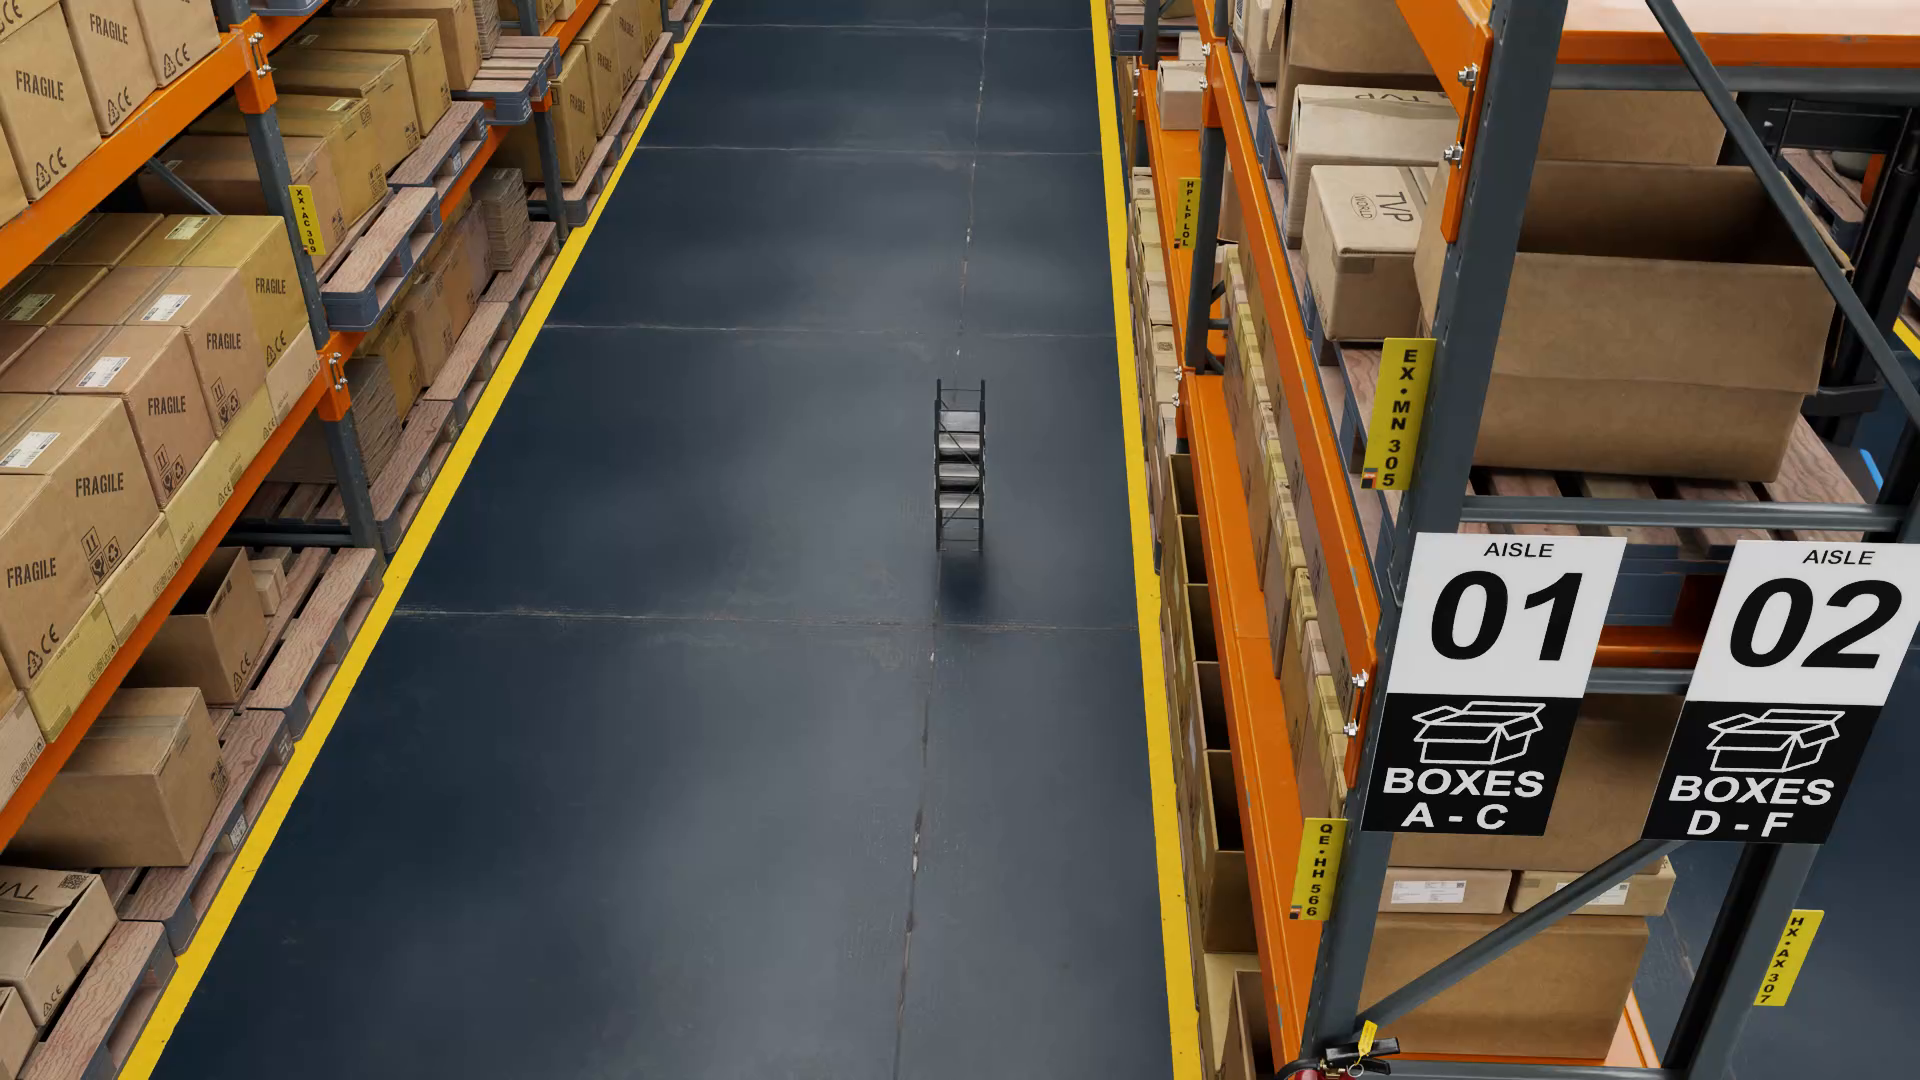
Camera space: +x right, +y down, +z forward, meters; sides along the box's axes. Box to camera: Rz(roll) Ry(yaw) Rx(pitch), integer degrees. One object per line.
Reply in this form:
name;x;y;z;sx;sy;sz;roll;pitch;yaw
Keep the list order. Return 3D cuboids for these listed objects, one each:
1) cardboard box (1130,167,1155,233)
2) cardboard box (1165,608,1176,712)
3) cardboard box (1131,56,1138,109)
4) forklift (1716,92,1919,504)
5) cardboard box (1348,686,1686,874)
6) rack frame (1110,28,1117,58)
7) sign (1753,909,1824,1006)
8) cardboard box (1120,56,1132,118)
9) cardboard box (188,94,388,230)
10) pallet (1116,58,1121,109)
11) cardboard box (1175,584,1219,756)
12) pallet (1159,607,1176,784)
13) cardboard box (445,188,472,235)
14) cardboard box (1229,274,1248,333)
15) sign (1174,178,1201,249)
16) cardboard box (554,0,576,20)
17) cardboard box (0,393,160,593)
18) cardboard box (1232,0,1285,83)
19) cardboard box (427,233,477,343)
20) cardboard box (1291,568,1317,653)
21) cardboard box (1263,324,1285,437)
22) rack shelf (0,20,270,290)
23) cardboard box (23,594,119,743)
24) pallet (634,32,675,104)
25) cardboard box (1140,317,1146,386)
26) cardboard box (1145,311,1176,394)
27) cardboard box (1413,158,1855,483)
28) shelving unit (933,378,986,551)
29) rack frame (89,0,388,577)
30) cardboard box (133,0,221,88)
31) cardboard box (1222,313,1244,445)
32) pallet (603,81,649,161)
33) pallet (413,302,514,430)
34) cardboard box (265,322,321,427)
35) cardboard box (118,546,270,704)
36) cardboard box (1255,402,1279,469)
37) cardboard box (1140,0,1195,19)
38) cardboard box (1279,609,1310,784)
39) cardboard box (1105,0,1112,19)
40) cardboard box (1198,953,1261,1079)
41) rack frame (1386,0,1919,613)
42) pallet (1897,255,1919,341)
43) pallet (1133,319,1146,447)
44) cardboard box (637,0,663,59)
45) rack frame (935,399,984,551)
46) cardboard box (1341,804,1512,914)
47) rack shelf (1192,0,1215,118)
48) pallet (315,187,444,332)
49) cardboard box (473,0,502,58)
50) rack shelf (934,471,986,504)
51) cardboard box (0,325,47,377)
cardboard box;1.369;-2.232;10.801;0.500;0.311;0.500;2;35;3
cardboard box;1.176;0.548;7.333;0.500;0.250;0.500;1;35;2
cardboard box;1.484;-3.289;11.906;0.500;0.250;0.500;3;35;4
forklift;3.692;-1.178;7.823;1.130;2.935;3.031;6;36;8
cardboard box;1.395;0.476;4.194;0.700;0.500;0.500;1;35;2
rack frame;1.844;-5.548;13.981;1.000;3.000;0.127;1;35;2
sign;1.916;0.976;3.876;0.100;0.325;0.005;1;35;2
cardboard box;1.522;-3.549;12.928;0.500;0.500;0.500;0;35;0
cardboard box;-3.343;-1.897;8.317;0.700;0.500;0.500;5;35;7
pallet;1.849;-3.939;14.117;1.003;0.211;1.213;1;35;2
cardboard box;1.151;0.528;6.709;0.500;0.500;0.500;1;35;2
pallet;1.449;0.645;7.594;1.003;0.211;1.213;1;35;2
cardboard box;-3.329;-2.085;10.193;0.500;0.250;0.500;2;35;3
cardboard box;1.308;-0.964;6.807;0.380;0.149;0.250;2;35;3
sign;0.980;-1.400;7.141;0.100;0.325;0.005;1;35;2
cardboard box;-2.908;-3.747;11.619;0.380;0.149;0.250;2;35;3
cardboard box;-3.203;-0.164;5.781;0.500;0.500;0.500;2;35;3
cardboard box;1.217;-1.778;5.599;0.500;0.311;0.500;0;35;-1
cardboard box;-3.372;-1.525;10.048;0.700;0.500;0.500;1;35;2
cardboard box;1.228;0.223;5.118;0.380;0.149;0.250;2;35;3
cardboard box;1.471;-0.690;5.854;0.700;0.500;0.500;1;35;2
rack shelf;-3.508;-0.848;5.310;1.077;0.370;4.000;1;35;2
cardboard box;-3.218;0.423;5.598;0.500;0.250;0.500;1;35;1
pallet;-3.062;-4.074;14.309;1.003;0.211;1.213;1;35;2
cardboard box;1.314;-1.120;9.707;0.500;0.250;0.500;2;35;3
cardboard box;1.289;-1.053;9.124;0.500;0.311;0.500;1;35;2
cardboard box;1.389;-0.482;3.588;0.797;0.503;0.637;4;35;5
shelving unit;0.000;-0.373;8.444;0.258;0.900;0.210;1;35;2
rack frame;-3.427;-1.064;7.601;1.000;3.000;0.127;1;35;2
cardboard box;-3.201;-2.043;6.281;0.500;0.500;0.500;2;35;3
cardboard box;1.511;-0.738;7.050;0.700;0.500;0.500;0;35;1
pallet;-3.108;-3.372;13.310;1.003;0.211;1.213;1;35;2
pallet;-3.351;-1.073;10.039;1.003;0.211;1.213;1;35;2
cardboard box;-3.144;-0.732;7.241;0.500;0.250;0.500;1;35;2
cardboard box;-3.429;0.376;7.343;0.500;0.500;0.500;-1;35;-2
cardboard box;1.270;-0.368;5.959;0.380;0.149;0.250;0;35;1
cardboard box;1.596;-3.827;11.080;0.700;0.500;0.500;-10;36;-14
cardboard box;1.435;0.451;5.359;0.700;0.500;0.500;2;35;2
cardboard box;1.583;-5.039;15.049;0.500;0.500;0.500;1;35;2
cardboard box;1.096;1.697;5.698;0.500;0.250;0.500;1;35;2
rack frame;1.362;-1.108;2.446;1.000;3.000;0.127;1;35;2
pallet;6.562;-1.548;10.715;1.003;0.211;1.213;1;35;2
pallet;1.559;-0.938;9.847;1.003;0.211;1.213;1;35;2
cardboard box;-3.002;-4.576;14.103;0.750;0.750;0.750;2;35;2
rack frame;-0.004;-0.314;8.360;0.240;0.900;0.006;1;35;2
cardboard box;1.187;0.816;4.275;0.380;0.149;0.250;1;35;1
rack shelf;1.603;-3.034;8.421;1.077;0.370;4.000;1;35;2
pallet;-3.251;-1.421;8.276;1.003;0.211;1.213;1;35;2
cardboard box;-3.276;-3.313;10.331;0.700;0.500;0.500;-3;35;-4
rack shelf;0.000;-0.272;8.515;0.258;0.077;0.200;1;35;2
cardboard box;-3.705;-0.469;6.215;0.500;0.500;0.500;2;35;3
